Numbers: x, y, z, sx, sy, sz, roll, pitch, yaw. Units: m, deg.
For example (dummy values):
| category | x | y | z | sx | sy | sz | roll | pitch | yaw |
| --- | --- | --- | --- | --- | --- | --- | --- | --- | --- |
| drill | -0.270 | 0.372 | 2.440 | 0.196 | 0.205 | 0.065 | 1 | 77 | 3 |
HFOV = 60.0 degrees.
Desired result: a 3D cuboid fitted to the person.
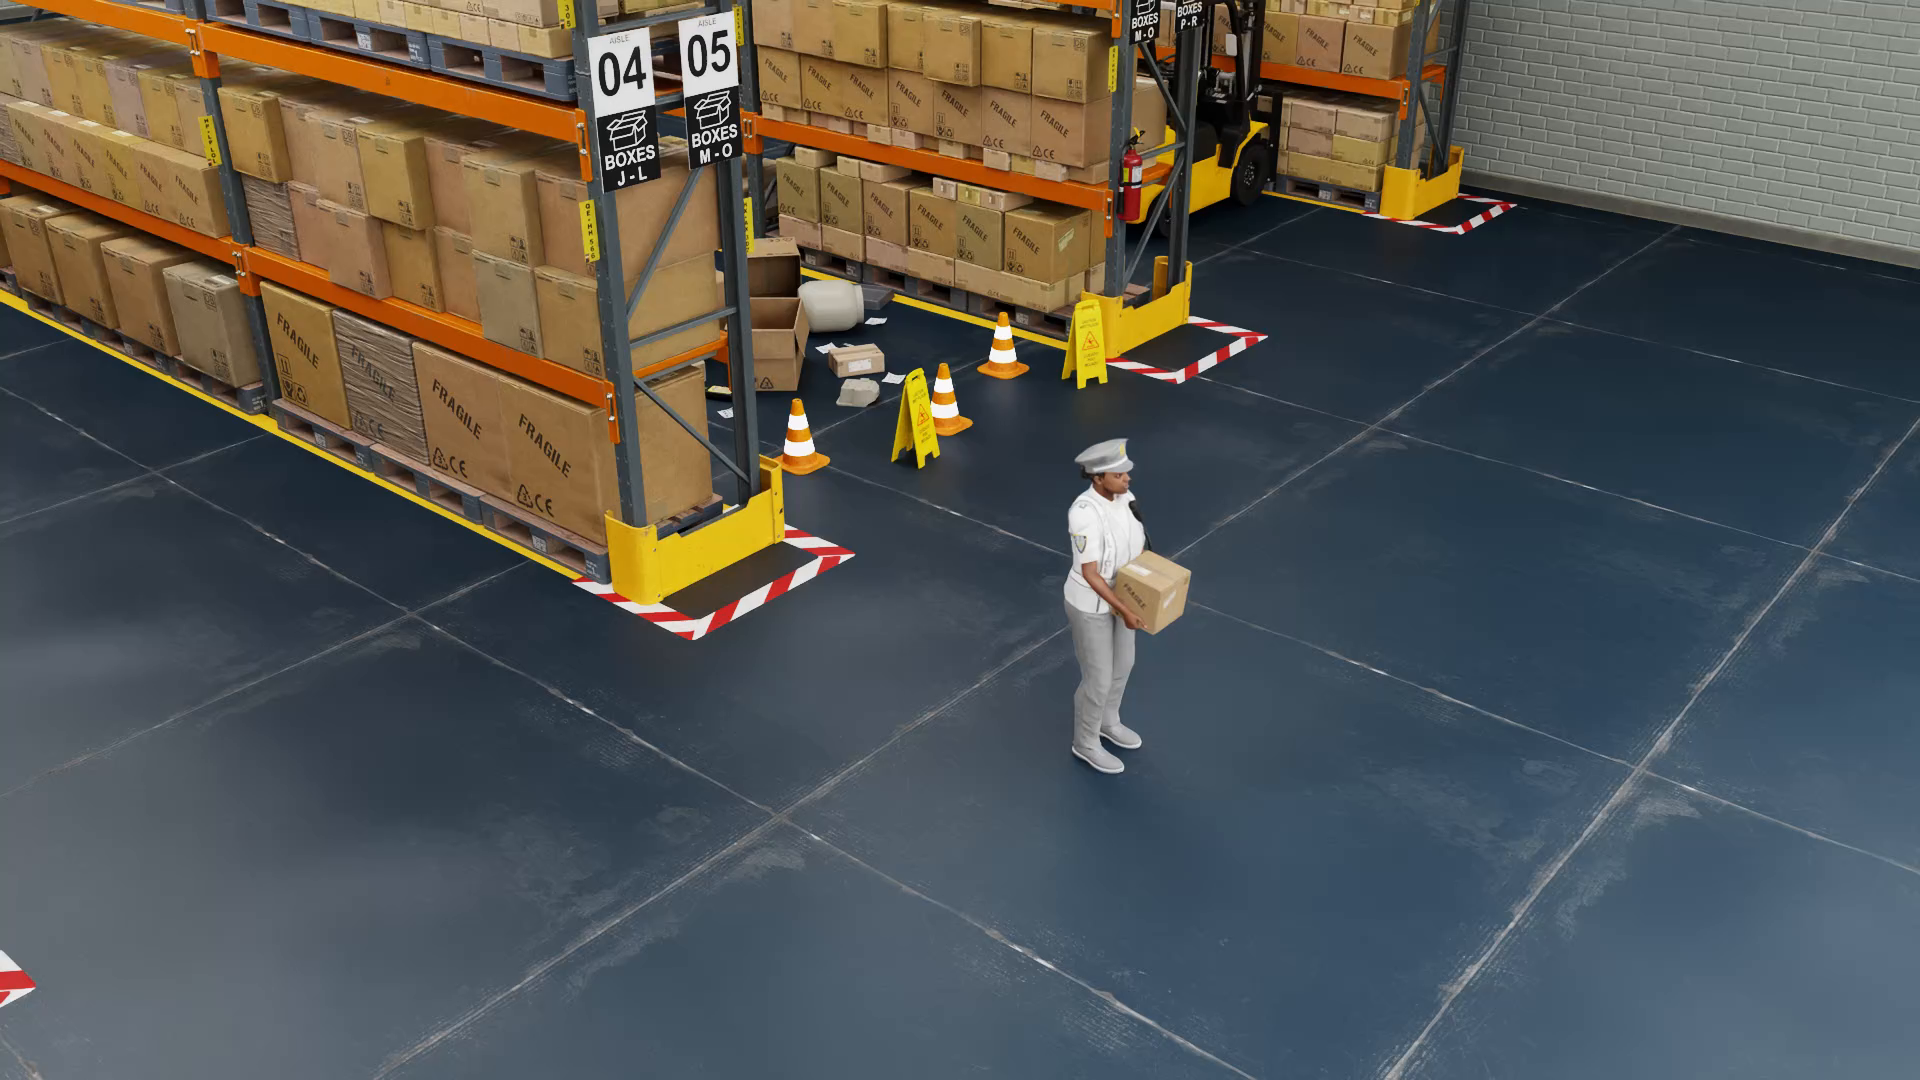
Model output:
| category | x | y | z | sx | sy | sz | roll | pitch | yaw |
| --- | --- | --- | --- | --- | --- | --- | --- | --- | --- |
| person | 0.756 | 0.321 | 7.979 | 0.510 | 1.692 | 0.448 | 21 | 34 | 34 |
